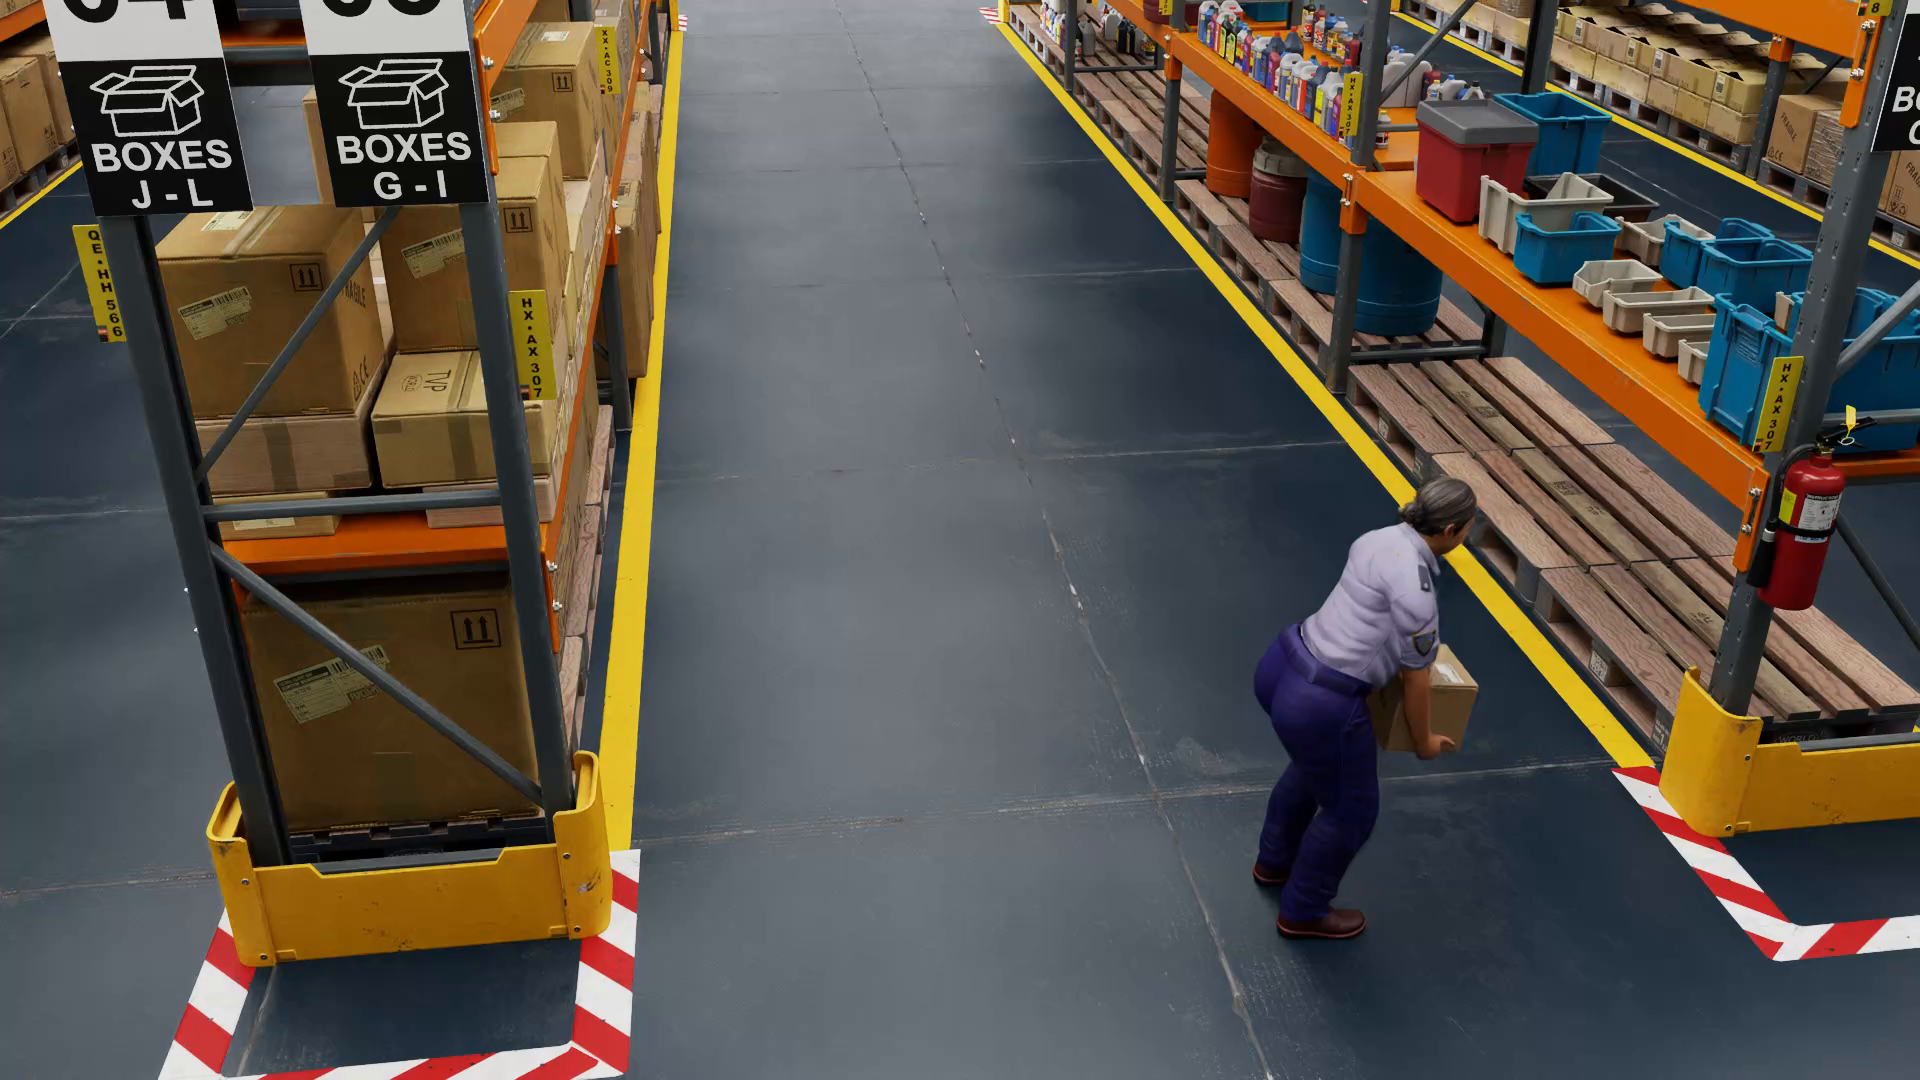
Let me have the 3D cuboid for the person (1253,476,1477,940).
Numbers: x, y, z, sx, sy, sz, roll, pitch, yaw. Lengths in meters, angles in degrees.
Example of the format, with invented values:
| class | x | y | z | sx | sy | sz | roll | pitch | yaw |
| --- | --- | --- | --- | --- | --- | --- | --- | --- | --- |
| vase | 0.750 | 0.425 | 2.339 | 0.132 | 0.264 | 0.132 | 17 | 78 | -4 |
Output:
| class | x | y | z | sx | sy | sz | roll | pitch | yaw |
| --- | --- | --- | --- | --- | --- | --- | --- | --- | --- |
| person | 1.245 | 0.526 | 5.239 | 0.612 | 1.544 | 0.438 | -4 | 28 | -8 |
